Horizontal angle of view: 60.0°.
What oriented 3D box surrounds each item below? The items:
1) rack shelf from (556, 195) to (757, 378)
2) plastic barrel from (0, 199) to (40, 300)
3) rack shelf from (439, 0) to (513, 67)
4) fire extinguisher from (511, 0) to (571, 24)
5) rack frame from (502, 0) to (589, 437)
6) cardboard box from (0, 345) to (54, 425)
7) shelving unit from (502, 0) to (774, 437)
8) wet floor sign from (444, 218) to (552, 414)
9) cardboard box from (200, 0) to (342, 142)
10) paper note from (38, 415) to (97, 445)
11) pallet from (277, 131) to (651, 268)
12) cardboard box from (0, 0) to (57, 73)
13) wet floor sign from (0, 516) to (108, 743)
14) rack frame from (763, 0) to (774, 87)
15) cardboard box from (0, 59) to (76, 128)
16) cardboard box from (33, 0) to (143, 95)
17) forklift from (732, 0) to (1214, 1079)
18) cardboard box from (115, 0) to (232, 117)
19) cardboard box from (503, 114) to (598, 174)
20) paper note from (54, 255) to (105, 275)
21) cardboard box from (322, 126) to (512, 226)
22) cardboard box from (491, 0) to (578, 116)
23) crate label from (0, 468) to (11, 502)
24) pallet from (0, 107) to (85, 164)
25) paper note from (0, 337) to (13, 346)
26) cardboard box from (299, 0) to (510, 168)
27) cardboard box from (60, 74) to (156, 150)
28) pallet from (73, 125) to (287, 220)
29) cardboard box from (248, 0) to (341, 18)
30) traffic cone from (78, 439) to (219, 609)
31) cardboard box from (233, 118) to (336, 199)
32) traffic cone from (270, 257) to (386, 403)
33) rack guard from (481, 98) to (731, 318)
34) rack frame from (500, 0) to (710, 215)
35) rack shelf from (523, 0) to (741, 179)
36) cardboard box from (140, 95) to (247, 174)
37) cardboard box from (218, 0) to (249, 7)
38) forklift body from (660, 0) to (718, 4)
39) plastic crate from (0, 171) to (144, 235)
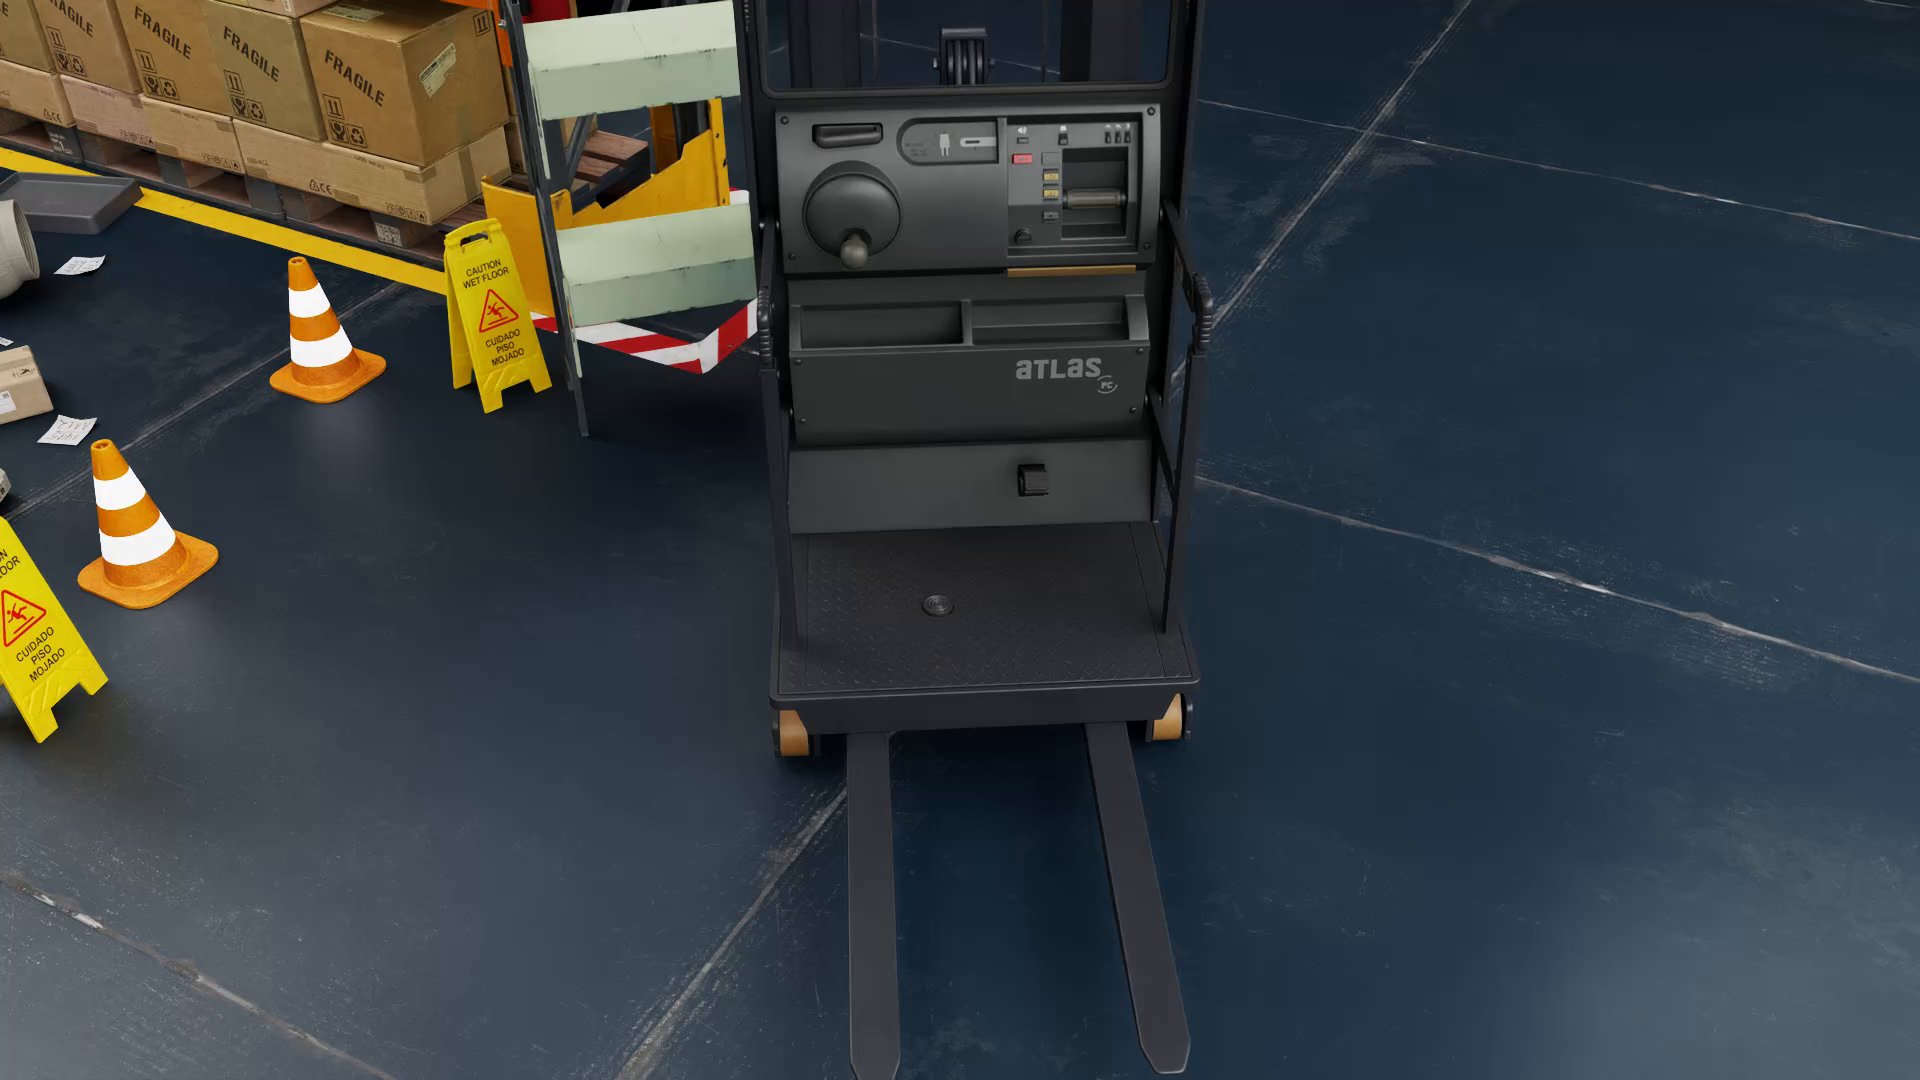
[{"bbox_3d":[-1.005,-0.879,5.707,0.720,0.370,0.431,-12,39,-15],"label":"rack shelf"},{"bbox_3d":[-3.848,-1.105,6.355,0.512,0.421,0.421,-14,39,-18],"label":"plastic barrel"},{"bbox_3d":[-3.094,-2.639,6.841,4.000,0.370,1.077,17,41,21],"label":"rack shelf"},{"bbox_3d":[-1.428,-2.059,5.546,0.183,0.674,0.296,17,41,21],"label":"fire extinguisher"},{"bbox_3d":[-1.351,-1.067,5.415,0.023,1.500,0.400,-12,39,-15],"label":"rack frame"},{"bbox_3d":[-3.410,-0.514,5.804,0.380,0.149,0.250,-21,42,-25],"label":"cardboard box"},{"bbox_3d":[-1.005,-1.139,5.509,0.755,1.500,0.431,-12,39,-15],"label":"shelving unit"},{"bbox_3d":[-1.641,-0.804,5.776,0.267,0.644,0.232,-29,46,-33],"label":"wet floor sign"},{"bbox_3d":[-2.614,-1.966,6.666,0.500,0.500,0.500,19,41,23],"label":"cardboard box"},{"bbox_3d":[-3.073,-0.381,5.727,0.142,0.019,0.148,4,37,6],"label":"paper note"},{"bbox_3d":[-2.091,-1.525,7.084,1.213,0.211,1.003,17,41,21],"label":"pallet"},{"bbox_3d":[-3.989,-2.401,7.239,0.500,0.500,0.500,19,41,23],"label":"cardboard box"},{"bbox_3d":[-2.568,0.199,4.454,0.232,0.644,0.267,11,38,14],"label":"wet floor sign"},{"bbox_3d":[-0.659,-1.211,5.604,0.023,1.500,0.400,-12,39,-15],"label":"rack frame"},{"bbox_3d":[-3.991,-2.102,7.466,0.500,0.250,0.500,20,41,24],"label":"cardboard box"},{"bbox_3d":[-3.530,-2.256,7.047,0.500,0.500,0.500,20,41,24],"label":"cardboard box"},{"bbox_3d":[0.038,-0.792,3.869,1.130,2.935,3.031,-2,37,-3],"label":"forklift"},{"bbox_3d":[-3.059,-2.110,6.856,0.500,0.500,0.500,16,40,20],"label":"cardboard box"},{"bbox_3d":[-1.907,-1.814,7.086,0.500,0.250,0.500,17,40,21],"label":"cardboard box"},{"bbox_3d":[-3.536,-1.109,6.686,0.148,0.019,0.142,4,37,6],"label":"paper note"},{"bbox_3d":[-2.181,-1.529,6.710,0.500,0.250,0.500,17,40,21],"label":"cardboard box"},{"bbox_3d":[-1.928,-2.119,6.868,0.500,0.500,0.500,16,40,20],"label":"cardboard box"},{"bbox_3d":[-3.228,-0.151,5.336,0.298,0.136,0.250,-2,37,-2],"label":"crate label"},{"bbox_3d":[-4.257,-2.203,7.978,1.213,0.211,1.003,17,41,21],"label":"pallet"},{"bbox_3d":[-3.600,-0.749,6.229,0.123,0.001,0.032,17,41,21],"label":"paper note"},{"bbox_3d":[-2.149,-1.823,6.477,0.500,0.500,0.500,18,41,22],"label":"cardboard box"},{"bbox_3d":[-3.519,-1.956,7.273,0.500,0.250,0.500,17,40,21],"label":"cardboard box"},{"bbox_3d":[-3.170,-1.865,7.532,1.213,0.211,1.003,17,41,21],"label":"pallet"},{"bbox_3d":[-2.506,-2.147,6.368,0.250,0.149,0.380,19,41,23],"label":"cardboard box"},{"bbox_3d":[-2.502,-0.096,4.993,0.334,0.463,0.336,17,41,21],"label":"traffic cone"},{"bbox_3d":[-2.616,-1.670,6.896,0.500,0.250,0.500,18,41,22],"label":"cardboard box"},{"bbox_3d":[-2.293,-0.786,5.903,0.334,0.463,0.336,17,41,21],"label":"traffic cone"},{"bbox_3d":[-1.385,-1.395,6.674,0.348,0.500,1.175,17,41,21],"label":"rack guard"},{"bbox_3d":[-1.318,-2.369,5.891,0.127,3.000,1.000,17,41,21],"label":"rack frame"},{"bbox_3d":[-1.005,-1.449,5.274,0.720,0.370,0.431,-12,39,-15],"label":"rack shelf"},{"bbox_3d":[-3.083,-1.813,7.084,0.500,0.250,0.500,16,40,20],"label":"cardboard box"},{"bbox_3d":[-2.728,-2.219,6.462,0.250,0.149,0.380,18,41,22],"label":"cardboard box"},{"bbox_3d":[-1.561,-4.245,9.064,1.214,2.155,2.313,17,41,21],"label":"forklift body"},{"bbox_3d":[-3.853,-1.442,7.083,0.583,0.080,0.402,4,37,6],"label":"plastic crate"}]
